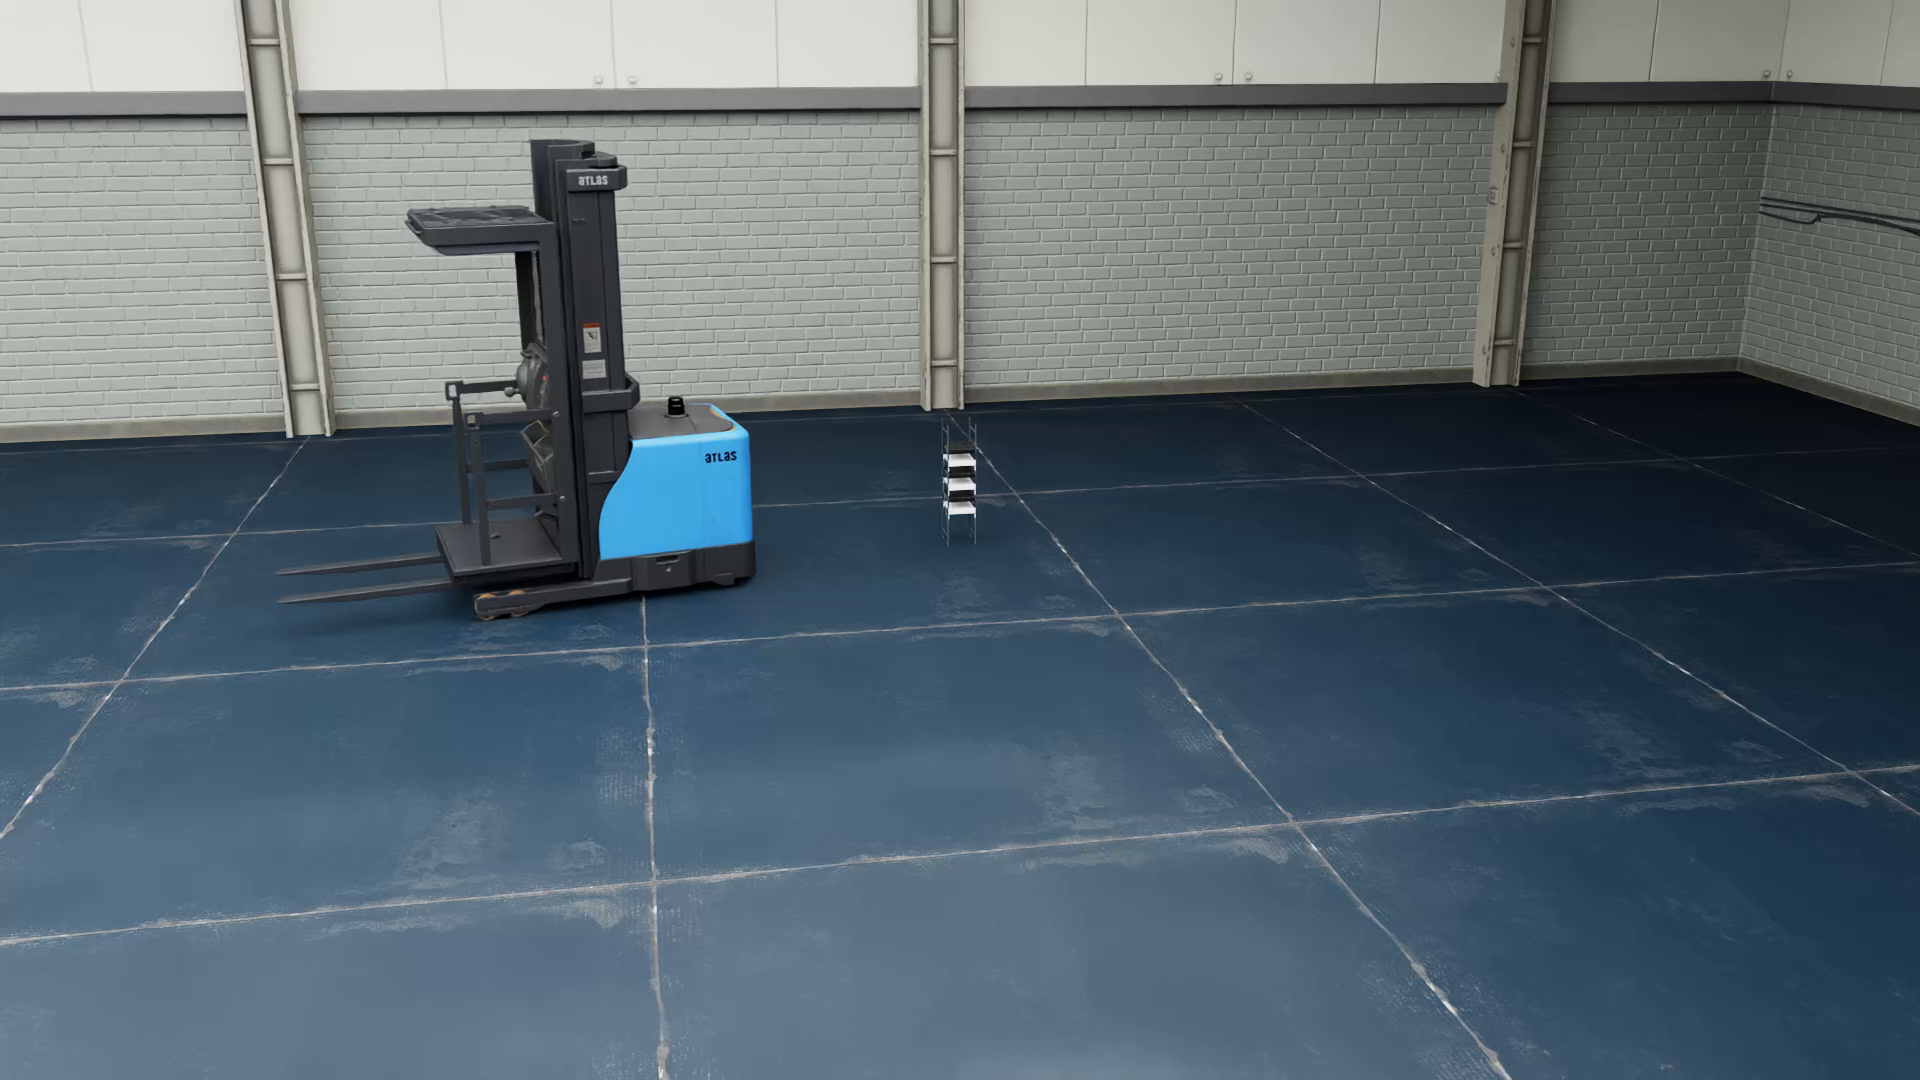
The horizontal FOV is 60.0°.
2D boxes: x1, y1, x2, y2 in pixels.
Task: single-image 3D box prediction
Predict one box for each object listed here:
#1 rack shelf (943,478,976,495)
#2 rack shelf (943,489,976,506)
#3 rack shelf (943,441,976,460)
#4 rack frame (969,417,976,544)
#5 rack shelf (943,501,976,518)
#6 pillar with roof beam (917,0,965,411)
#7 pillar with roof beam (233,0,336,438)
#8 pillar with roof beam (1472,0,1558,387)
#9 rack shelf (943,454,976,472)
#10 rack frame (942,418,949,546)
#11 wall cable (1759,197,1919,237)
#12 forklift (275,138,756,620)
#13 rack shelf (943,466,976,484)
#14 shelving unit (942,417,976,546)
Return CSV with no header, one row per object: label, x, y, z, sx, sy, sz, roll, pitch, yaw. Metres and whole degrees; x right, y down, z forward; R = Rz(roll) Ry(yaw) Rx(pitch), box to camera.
rack shelf,-0.008,-0.398,12.188,0.200,0.077,0.258,-3,17,-10
rack shelf,-0.008,-0.312,12.214,0.200,0.077,0.258,-3,17,-10
rack shelf,-0.008,-0.656,12.109,0.200,0.077,0.258,-3,17,-10
rack frame,0.092,-0.435,12.197,0.006,0.900,0.240,-3,17,-10
rack shelf,-0.008,-0.226,12.241,0.200,0.077,0.258,-3,17,-10
pillar with roof beam,0.638,-4.398,11.303,0.400,9.000,9.100,-3,17,-10
pillar with roof beam,-5.253,-4.063,10.215,0.400,9.000,9.100,-3,17,-10
pillar with roof beam,6.529,-4.732,12.391,0.400,9.000,9.100,-3,17,-10
rack shelf,-0.008,-0.570,12.135,0.200,0.077,0.258,-3,17,-10
rack frame,-0.108,-0.424,12.160,0.006,0.900,0.240,-3,17,-10
wall cable,8.855,-4.271,16.181,0.112,2.526,3.097,-3,17,-10
forklift,-2.956,-1.063,10.782,3.031,2.935,1.130,-7,18,-22
rack shelf,-0.008,-0.484,12.162,0.200,0.077,0.258,-3,17,-10
shelving unit,-0.008,-0.430,12.178,0.210,0.900,0.258,-3,17,-10
